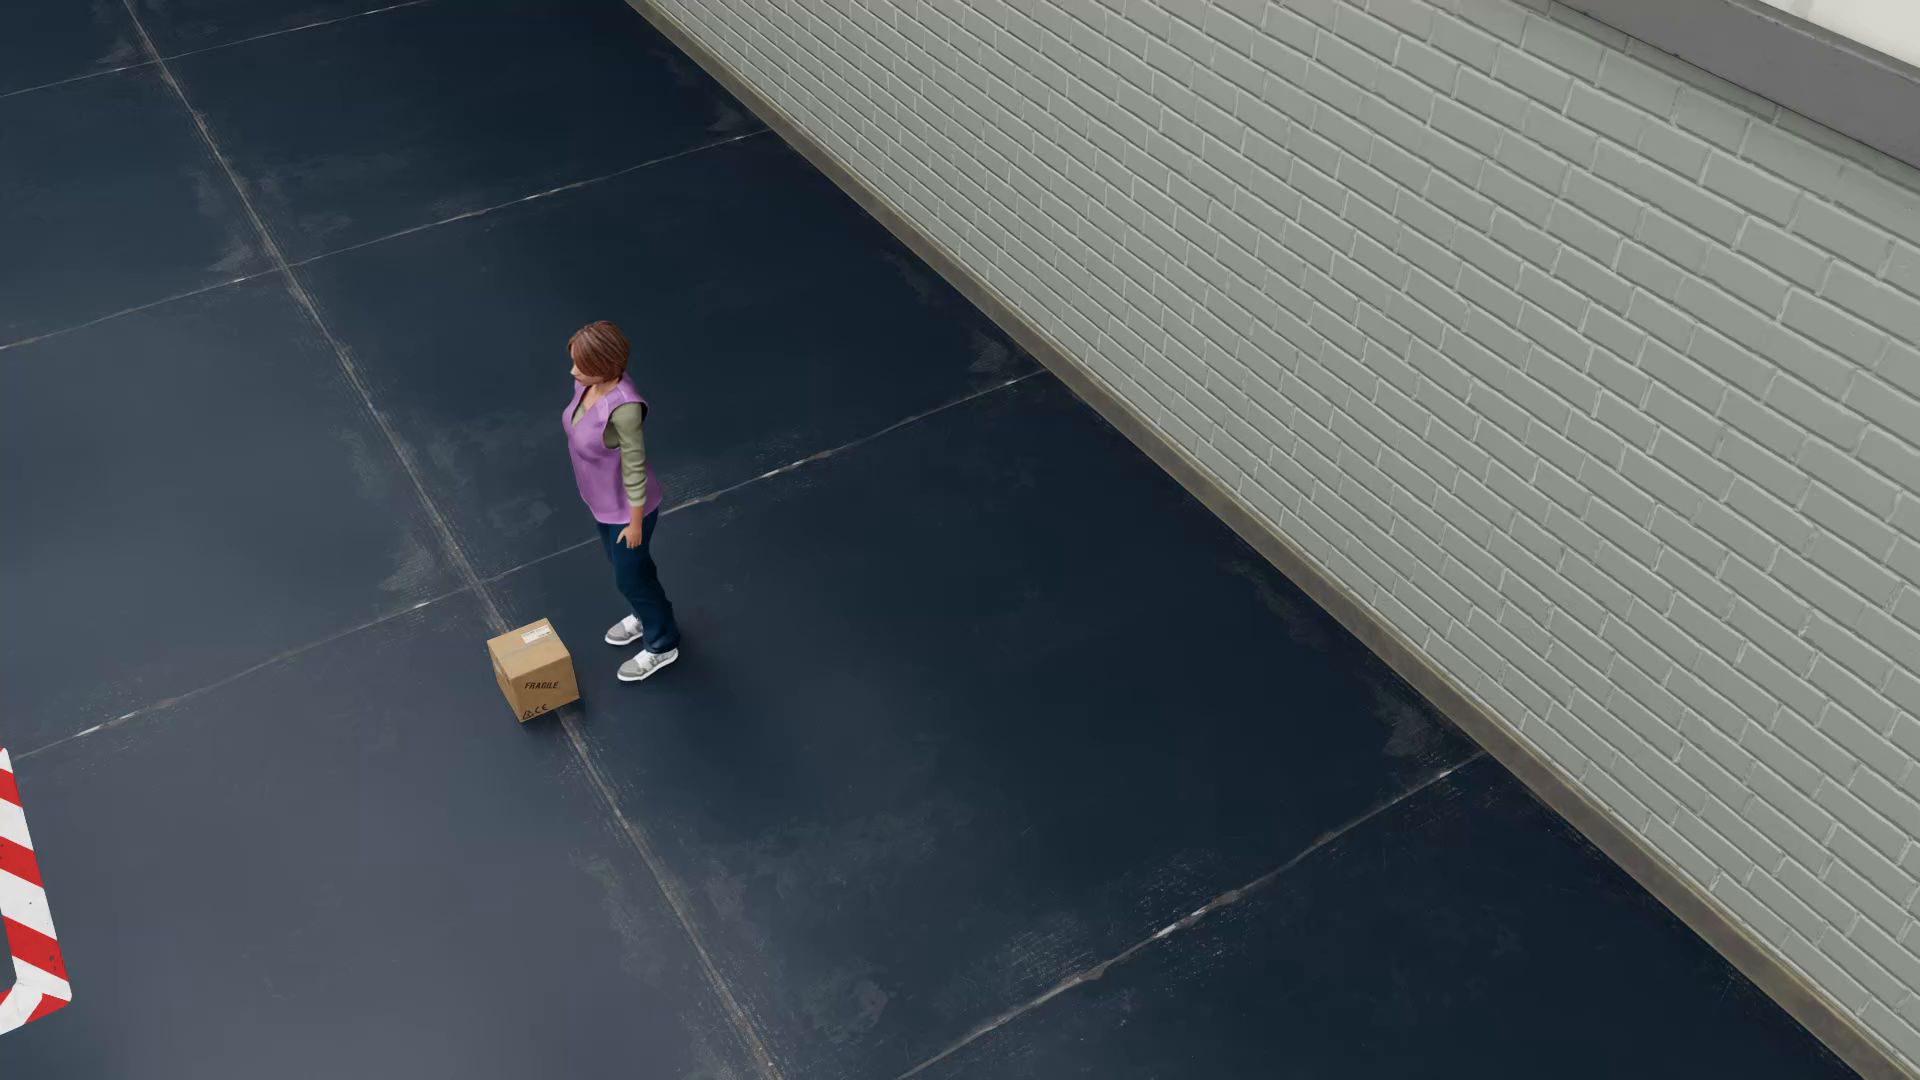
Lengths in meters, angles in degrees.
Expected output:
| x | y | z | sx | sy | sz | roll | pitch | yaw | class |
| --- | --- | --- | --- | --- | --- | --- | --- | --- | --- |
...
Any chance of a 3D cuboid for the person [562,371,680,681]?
| x | y | z | sx | sy | sz | roll | pitch | yaw | class |
| --- | --- | --- | --- | --- | --- | --- | --- | --- | --- |
| -5.130 | -2.961 | 8.321 | 3.384 | 3.196 | 10.133 | -22 | 46 | -23 | person |
